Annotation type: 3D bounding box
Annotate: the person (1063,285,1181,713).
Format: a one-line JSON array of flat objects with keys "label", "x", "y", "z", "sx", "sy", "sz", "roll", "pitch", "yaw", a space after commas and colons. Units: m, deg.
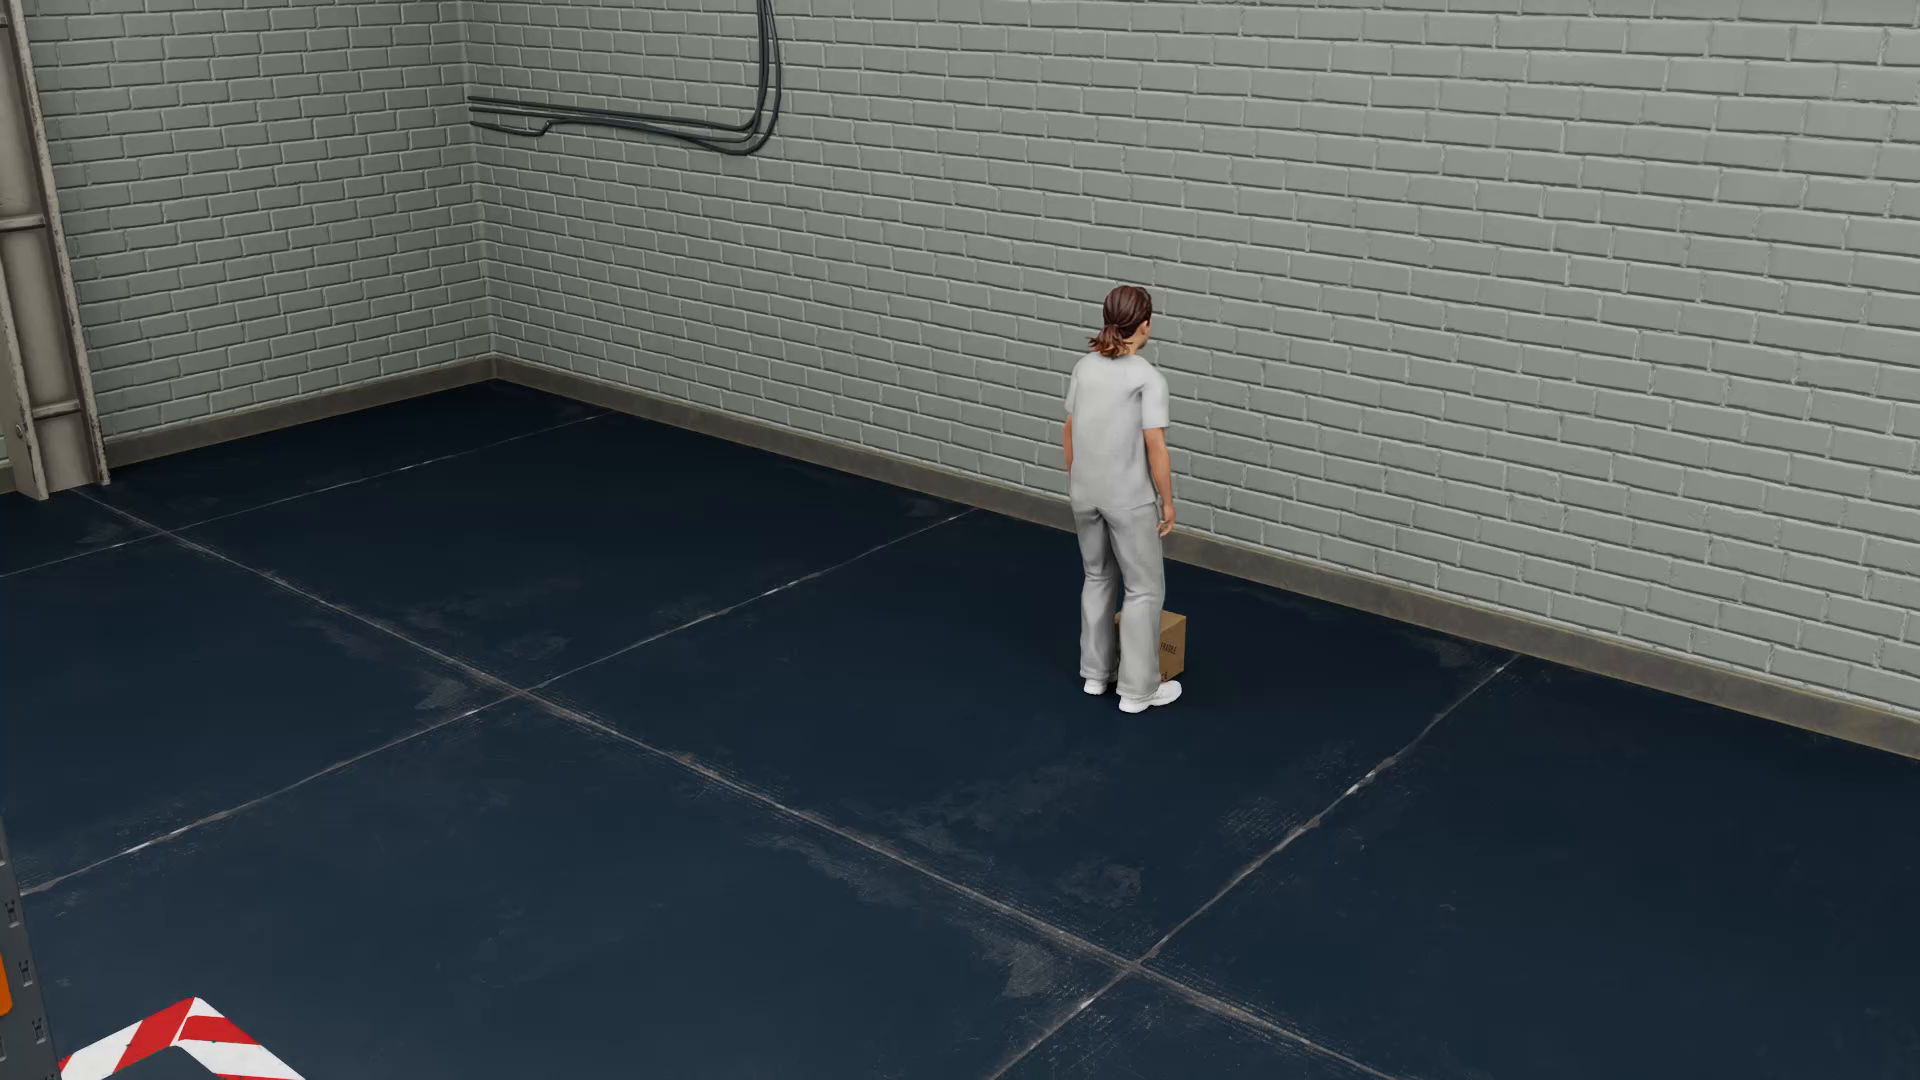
[{"label": "person", "x": 0.635, "y": -0.164, "z": 6.522, "sx": 0.490, "sy": 1.673, "sz": 0.404, "roll": 16, "pitch": 25, "yaw": 36}]
